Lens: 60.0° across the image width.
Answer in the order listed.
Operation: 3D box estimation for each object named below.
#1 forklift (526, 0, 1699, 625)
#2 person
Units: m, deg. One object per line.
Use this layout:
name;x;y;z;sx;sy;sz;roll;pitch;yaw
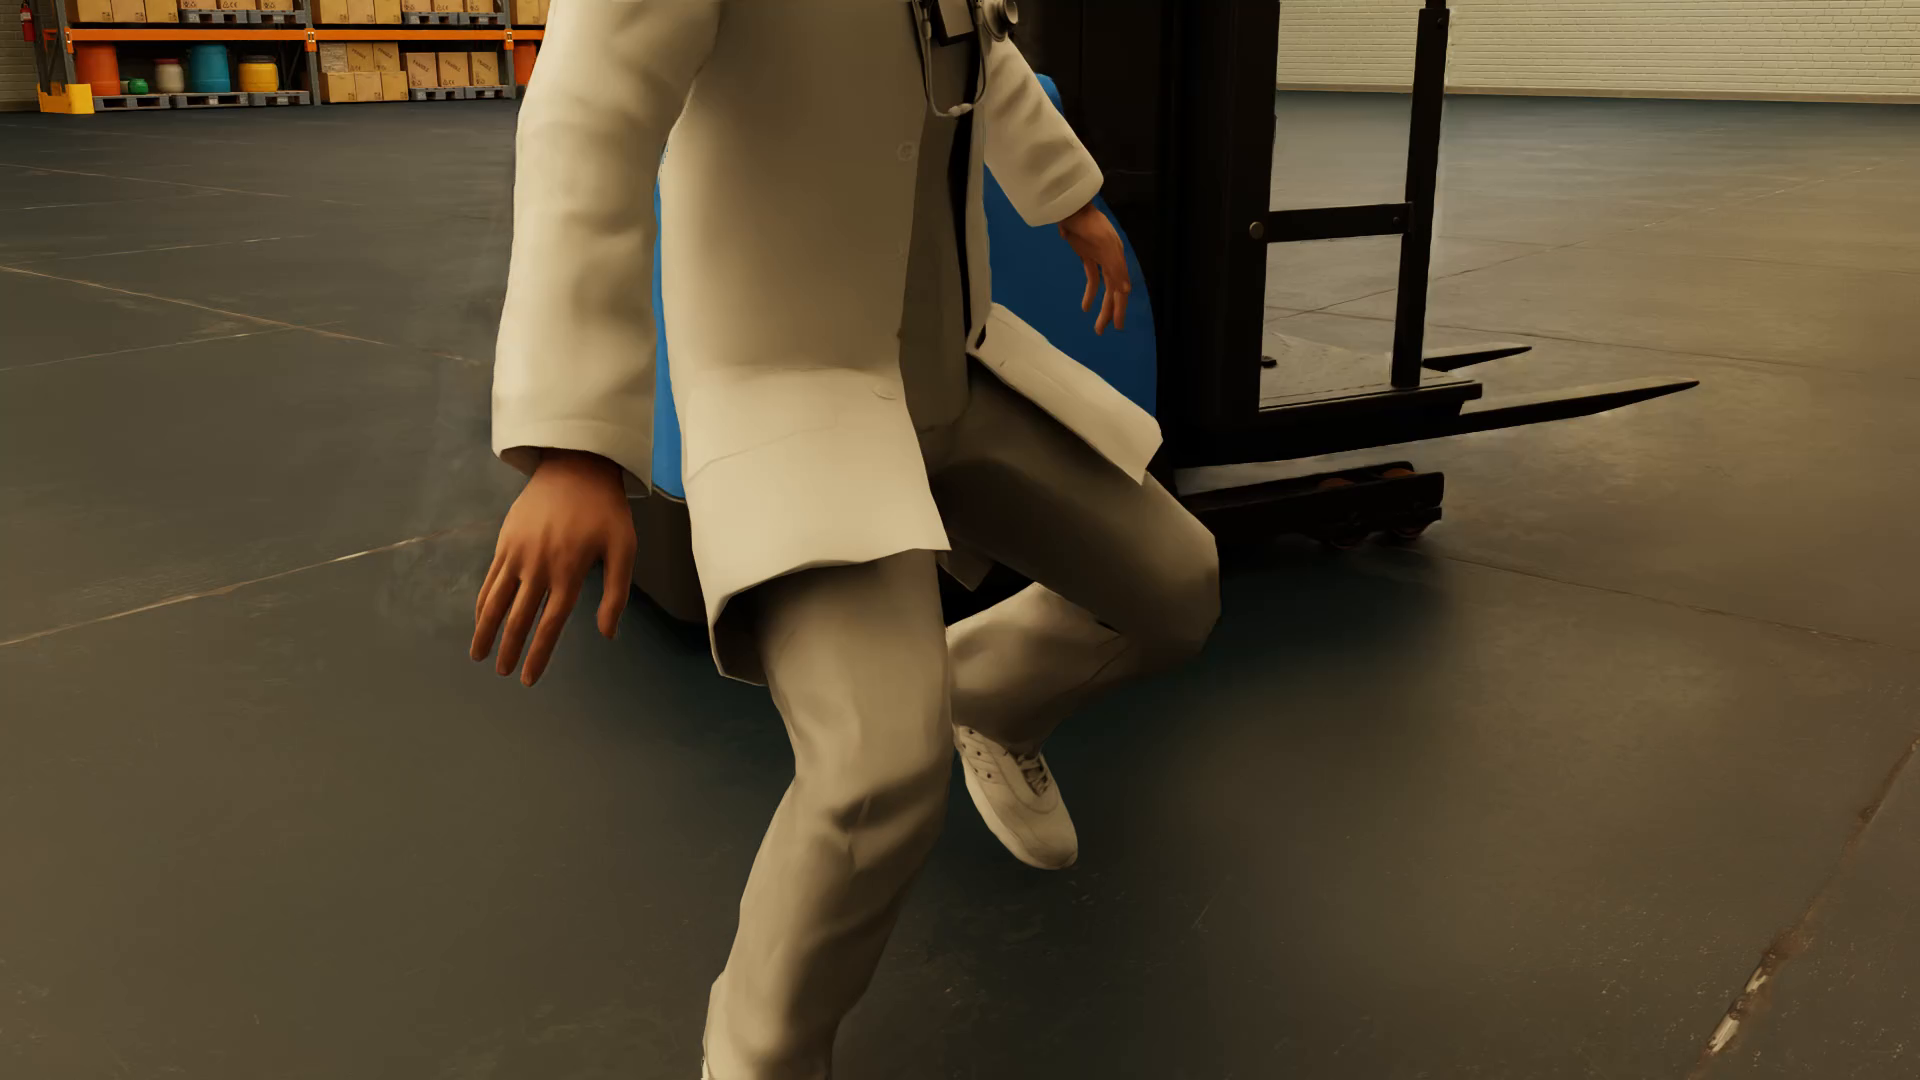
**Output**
forklift;0.570;-1.505;3.853;3.031;2.935;1.130;-9;19;-27
person;-0.104;-0.162;1.752;0.542;1.658;1.120;12;20;34
